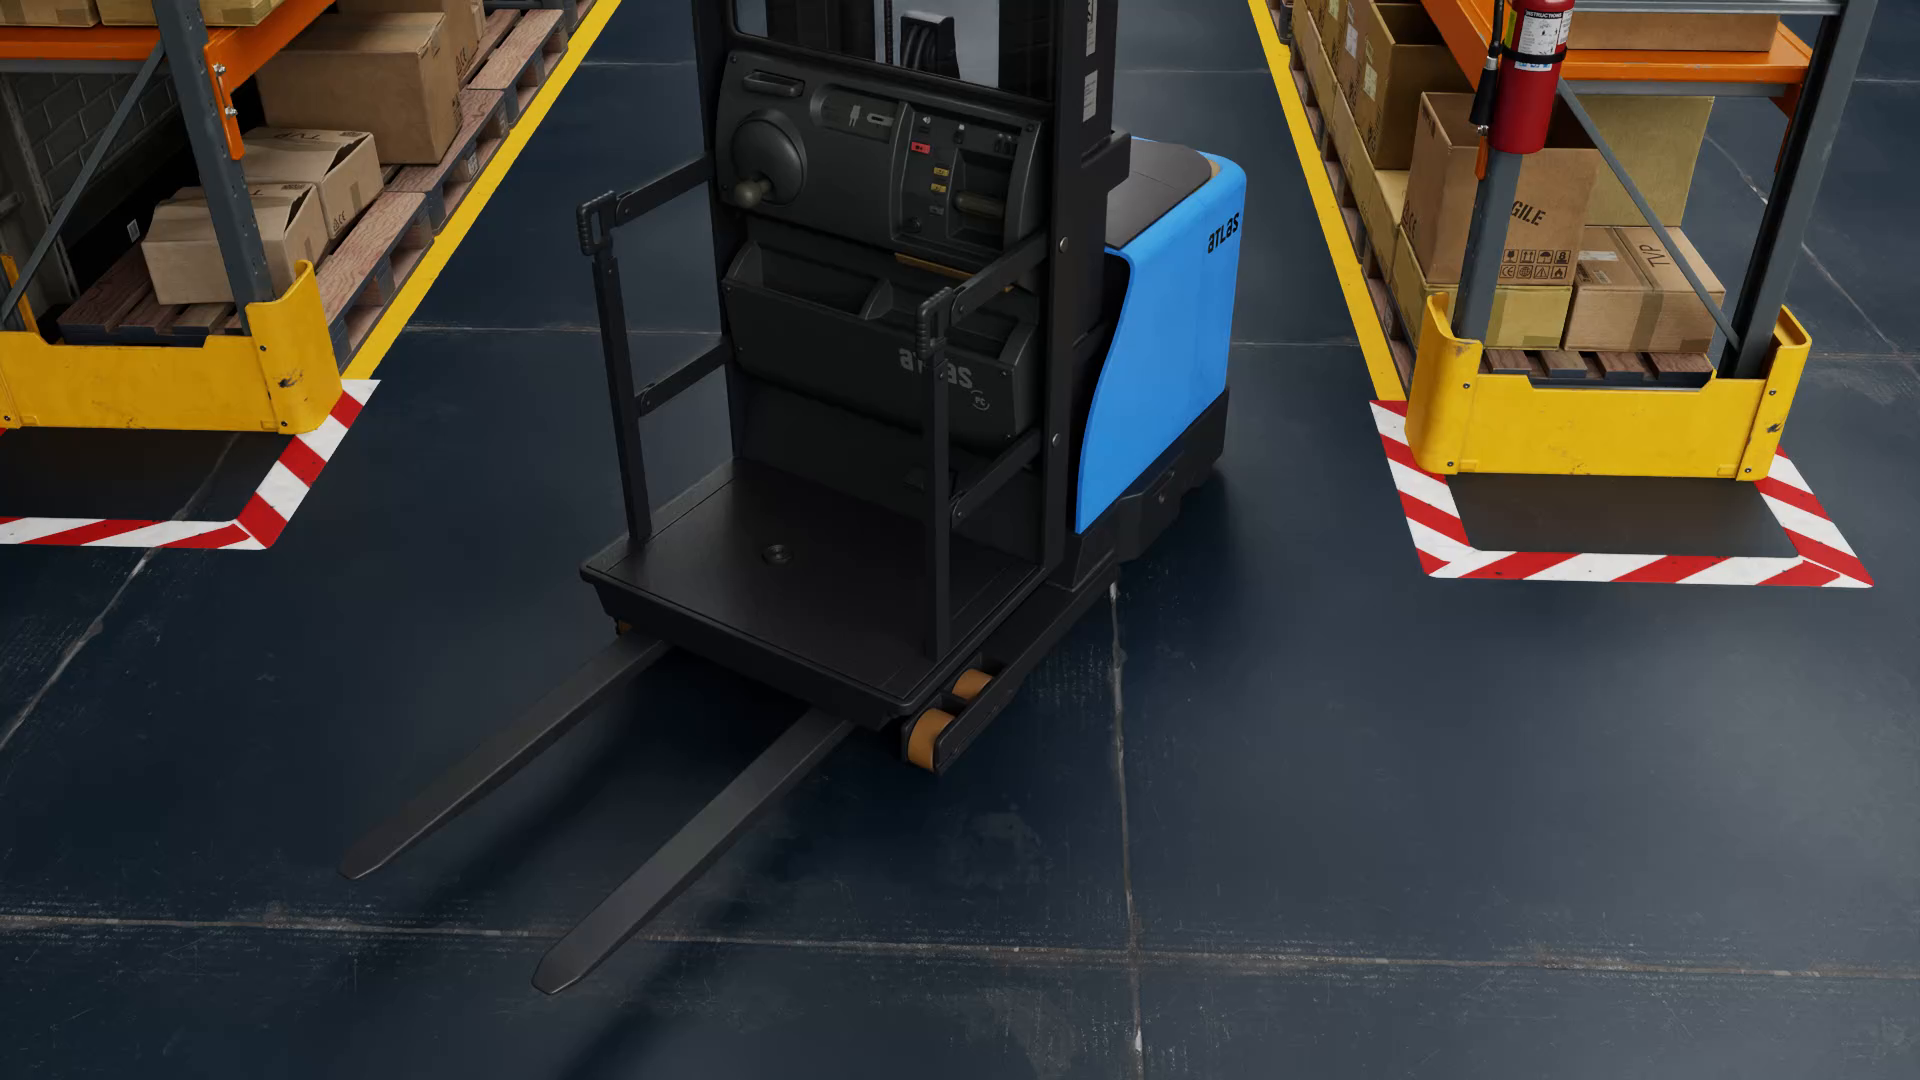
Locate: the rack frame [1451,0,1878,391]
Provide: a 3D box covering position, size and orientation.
[{"bbox_3d":[2.130,-1.550,4.846,1.000,3.000,0.127,1,35,2],"label":"rack frame"}]

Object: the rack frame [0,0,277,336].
[{"bbox_3d":[-2.820,-1.662,5.006,1.000,3.000,0.127,1,35,2],"label":"rack frame"}]

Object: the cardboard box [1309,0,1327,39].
[{"bbox_3d":[1.947,-2.655,7.793,0.500,0.500,0.500,1,35,2],"label":"cardboard box"}]

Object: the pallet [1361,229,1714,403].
[{"bbox_3d":[2.119,-0.849,6.275,1.003,0.211,1.213,1,35,2],"label":"pallet"}]

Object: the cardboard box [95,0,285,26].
[{"bbox_3d":[-2.483,-1.882,5.432,0.500,0.250,0.500,0,35,1],"label":"cardboard box"}]

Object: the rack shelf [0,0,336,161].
[{"bbox_3d":[-2.740,-2.517,6.848,1.077,0.370,4.000,1,35,2],"label":"rack shelf"}]

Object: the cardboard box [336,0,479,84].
[{"bbox_3d":[-2.661,-2.520,8.019,0.500,0.500,0.500,-1,35,-2],"label":"cardboard box"}]

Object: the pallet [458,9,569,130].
[{"bbox_3d":[-2.651,-2.433,8.528,1.003,0.211,1.213,1,35,2],"label":"pallet"}]

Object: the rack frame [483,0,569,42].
[{"bbox_3d":[-2.659,-3.960,8.276,1.000,3.000,0.127,1,35,2],"label":"rack frame"}]

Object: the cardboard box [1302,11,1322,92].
[{"bbox_3d":[1.944,-2.348,8.008,0.500,0.250,0.500,1,35,2],"label":"cardboard box"}]

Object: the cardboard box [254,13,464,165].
[{"bbox_3d":[-2.600,-1.963,7.225,0.700,0.500,0.500,-1,35,-1],"label":"cardboard box"}]

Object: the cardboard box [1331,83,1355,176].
[{"bbox_3d":[1.904,-1.774,7.191,0.500,0.250,0.500,1,35,2],"label":"cardboard box"}]

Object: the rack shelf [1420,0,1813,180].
[{"bbox_3d":[2.210,-2.404,6.688,1.077,0.370,4.000,1,35,2],"label":"rack shelf"}]

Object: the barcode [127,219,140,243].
[{"bbox_3d":[-3.101,-1.161,6.241,0.001,0.075,0.075,1,35,2],"label":"barcode"}]

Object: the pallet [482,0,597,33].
[{"bbox_3d":[-2.630,-3.267,9.714,1.003,0.211,1.213,1,35,2],"label":"pallet"}]

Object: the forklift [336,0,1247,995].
[{"bbox_3d":[-0.333,-0.897,3.977,1.130,2.935,3.031,20,40,26],"label":"forklift"}]

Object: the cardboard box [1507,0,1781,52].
[{"bbox_3d":[2.161,-1.859,5.199,0.700,0.500,0.500,1,35,2],"label":"cardboard box"}]

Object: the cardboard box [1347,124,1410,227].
[{"bbox_3d":[1.882,-1.486,6.782,0.500,0.250,0.500,1,35,2],"label":"cardboard box"}]

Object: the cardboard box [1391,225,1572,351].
[{"bbox_3d":[1.856,-0.911,5.964,0.500,0.250,0.500,1,35,2],"label":"cardboard box"}]

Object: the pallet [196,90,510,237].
[{"bbox_3d":[-2.697,-1.730,7.528,1.003,0.211,1.213,1,35,2],"label":"pallet"}]

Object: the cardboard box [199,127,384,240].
[{"bbox_3d":[-2.679,-1.465,6.681,0.500,0.311,0.500,4,35,6],"label":"cardboard box"}]

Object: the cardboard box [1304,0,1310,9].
[{"bbox_3d":[1.959,-2.942,8.202,0.500,0.500,0.500,1,35,2],"label":"cardboard box"}]

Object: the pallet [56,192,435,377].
[{"bbox_3d":[-2.749,-1.031,6.533,1.003,0.211,1.213,1,35,2],"label":"pallet"}]

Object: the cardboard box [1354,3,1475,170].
[{"bbox_3d":[1.879,-1.793,6.567,0.500,0.500,0.500,1,35,2],"label":"cardboard box"}]

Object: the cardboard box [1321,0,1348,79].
[{"bbox_3d":[1.919,-2.368,7.384,0.500,0.500,0.500,1,35,2],"label":"cardboard box"}]

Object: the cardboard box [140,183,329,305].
[{"bbox_3d":[-2.702,-1.137,6.215,0.500,0.311,0.500,-2,35,-3],"label":"cardboard box"}]

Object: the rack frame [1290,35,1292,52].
[{"bbox_3d":[2.290,-3.848,8.116,1.000,3.000,0.127,1,35,2],"label":"rack frame"}]

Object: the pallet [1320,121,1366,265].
[{"bbox_3d":[2.170,-1.548,7.269,1.003,0.211,1.213,1,35,2],"label":"pallet"}]

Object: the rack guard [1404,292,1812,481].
[{"bbox_3d":[2.129,-0.513,5.545,1.175,0.500,0.348,1,35,2],"label":"rack guard"}]

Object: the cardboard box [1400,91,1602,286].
[{"bbox_3d":[1.854,-1.218,5.749,0.500,0.500,0.500,1,35,2],"label":"cardboard box"}]

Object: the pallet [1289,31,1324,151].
[{"bbox_3d":[2.217,-2.251,8.269,1.003,0.211,1.213,1,35,2],"label":"pallet"}]

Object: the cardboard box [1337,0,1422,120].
[{"bbox_3d":[1.901,-2.080,6.975,0.500,0.500,0.500,1,35,2],"label":"cardboard box"}]

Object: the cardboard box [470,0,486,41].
[{"bbox_3d":[-2.651,-2.673,8.526,0.380,0.166,0.250,-3,35,-4],"label":"cardboard box"}]

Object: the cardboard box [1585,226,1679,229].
[{"bbox_3d":[2.390,-1.187,6.356,0.500,0.250,0.500,1,35,2],"label":"cardboard box"}]

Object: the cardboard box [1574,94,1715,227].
[{"bbox_3d":[2.392,-1.494,6.140,0.500,0.500,0.500,1,35,2],"label":"cardboard box"}]

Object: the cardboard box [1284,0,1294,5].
[{"bbox_3d":[2.017,-3.140,9.135,0.500,0.250,0.500,1,35,1],"label":"cardboard box"}]

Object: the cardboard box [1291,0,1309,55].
[{"bbox_3d":[1.969,-2.635,8.417,0.500,0.250,0.500,1,35,2],"label":"cardboard box"}]

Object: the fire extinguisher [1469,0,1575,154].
[{"bbox_3d":[1.661,-1.461,4.787,0.296,0.674,0.183,1,35,2],"label":"fire extinguisher"}]

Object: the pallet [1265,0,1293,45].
[{"bbox_3d":[2.281,-3.131,9.522,1.003,0.211,1.213,1,35,2],"label":"pallet"}]

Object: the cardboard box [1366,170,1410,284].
[{"bbox_3d":[1.864,-1.199,6.373,0.500,0.250,0.500,1,35,2],"label":"cardboard box"}]

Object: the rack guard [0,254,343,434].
[{"bbox_3d":[-2.817,-0.683,5.787,1.175,0.500,0.348,1,35,2],"label":"rack guard"}]

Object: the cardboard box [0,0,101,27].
[{"bbox_3d":[-2.995,-1.882,5.432,0.500,0.250,0.500,2,35,3],"label":"cardboard box"}]

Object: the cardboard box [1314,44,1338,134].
[{"bbox_3d":[1.918,-2.061,7.600,0.500,0.250,0.500,1,35,2],"label":"cardboard box"}]

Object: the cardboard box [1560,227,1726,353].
[{"bbox_3d":[2.374,-0.899,5.947,0.500,0.250,0.500,1,35,2],"label":"cardboard box"}]
